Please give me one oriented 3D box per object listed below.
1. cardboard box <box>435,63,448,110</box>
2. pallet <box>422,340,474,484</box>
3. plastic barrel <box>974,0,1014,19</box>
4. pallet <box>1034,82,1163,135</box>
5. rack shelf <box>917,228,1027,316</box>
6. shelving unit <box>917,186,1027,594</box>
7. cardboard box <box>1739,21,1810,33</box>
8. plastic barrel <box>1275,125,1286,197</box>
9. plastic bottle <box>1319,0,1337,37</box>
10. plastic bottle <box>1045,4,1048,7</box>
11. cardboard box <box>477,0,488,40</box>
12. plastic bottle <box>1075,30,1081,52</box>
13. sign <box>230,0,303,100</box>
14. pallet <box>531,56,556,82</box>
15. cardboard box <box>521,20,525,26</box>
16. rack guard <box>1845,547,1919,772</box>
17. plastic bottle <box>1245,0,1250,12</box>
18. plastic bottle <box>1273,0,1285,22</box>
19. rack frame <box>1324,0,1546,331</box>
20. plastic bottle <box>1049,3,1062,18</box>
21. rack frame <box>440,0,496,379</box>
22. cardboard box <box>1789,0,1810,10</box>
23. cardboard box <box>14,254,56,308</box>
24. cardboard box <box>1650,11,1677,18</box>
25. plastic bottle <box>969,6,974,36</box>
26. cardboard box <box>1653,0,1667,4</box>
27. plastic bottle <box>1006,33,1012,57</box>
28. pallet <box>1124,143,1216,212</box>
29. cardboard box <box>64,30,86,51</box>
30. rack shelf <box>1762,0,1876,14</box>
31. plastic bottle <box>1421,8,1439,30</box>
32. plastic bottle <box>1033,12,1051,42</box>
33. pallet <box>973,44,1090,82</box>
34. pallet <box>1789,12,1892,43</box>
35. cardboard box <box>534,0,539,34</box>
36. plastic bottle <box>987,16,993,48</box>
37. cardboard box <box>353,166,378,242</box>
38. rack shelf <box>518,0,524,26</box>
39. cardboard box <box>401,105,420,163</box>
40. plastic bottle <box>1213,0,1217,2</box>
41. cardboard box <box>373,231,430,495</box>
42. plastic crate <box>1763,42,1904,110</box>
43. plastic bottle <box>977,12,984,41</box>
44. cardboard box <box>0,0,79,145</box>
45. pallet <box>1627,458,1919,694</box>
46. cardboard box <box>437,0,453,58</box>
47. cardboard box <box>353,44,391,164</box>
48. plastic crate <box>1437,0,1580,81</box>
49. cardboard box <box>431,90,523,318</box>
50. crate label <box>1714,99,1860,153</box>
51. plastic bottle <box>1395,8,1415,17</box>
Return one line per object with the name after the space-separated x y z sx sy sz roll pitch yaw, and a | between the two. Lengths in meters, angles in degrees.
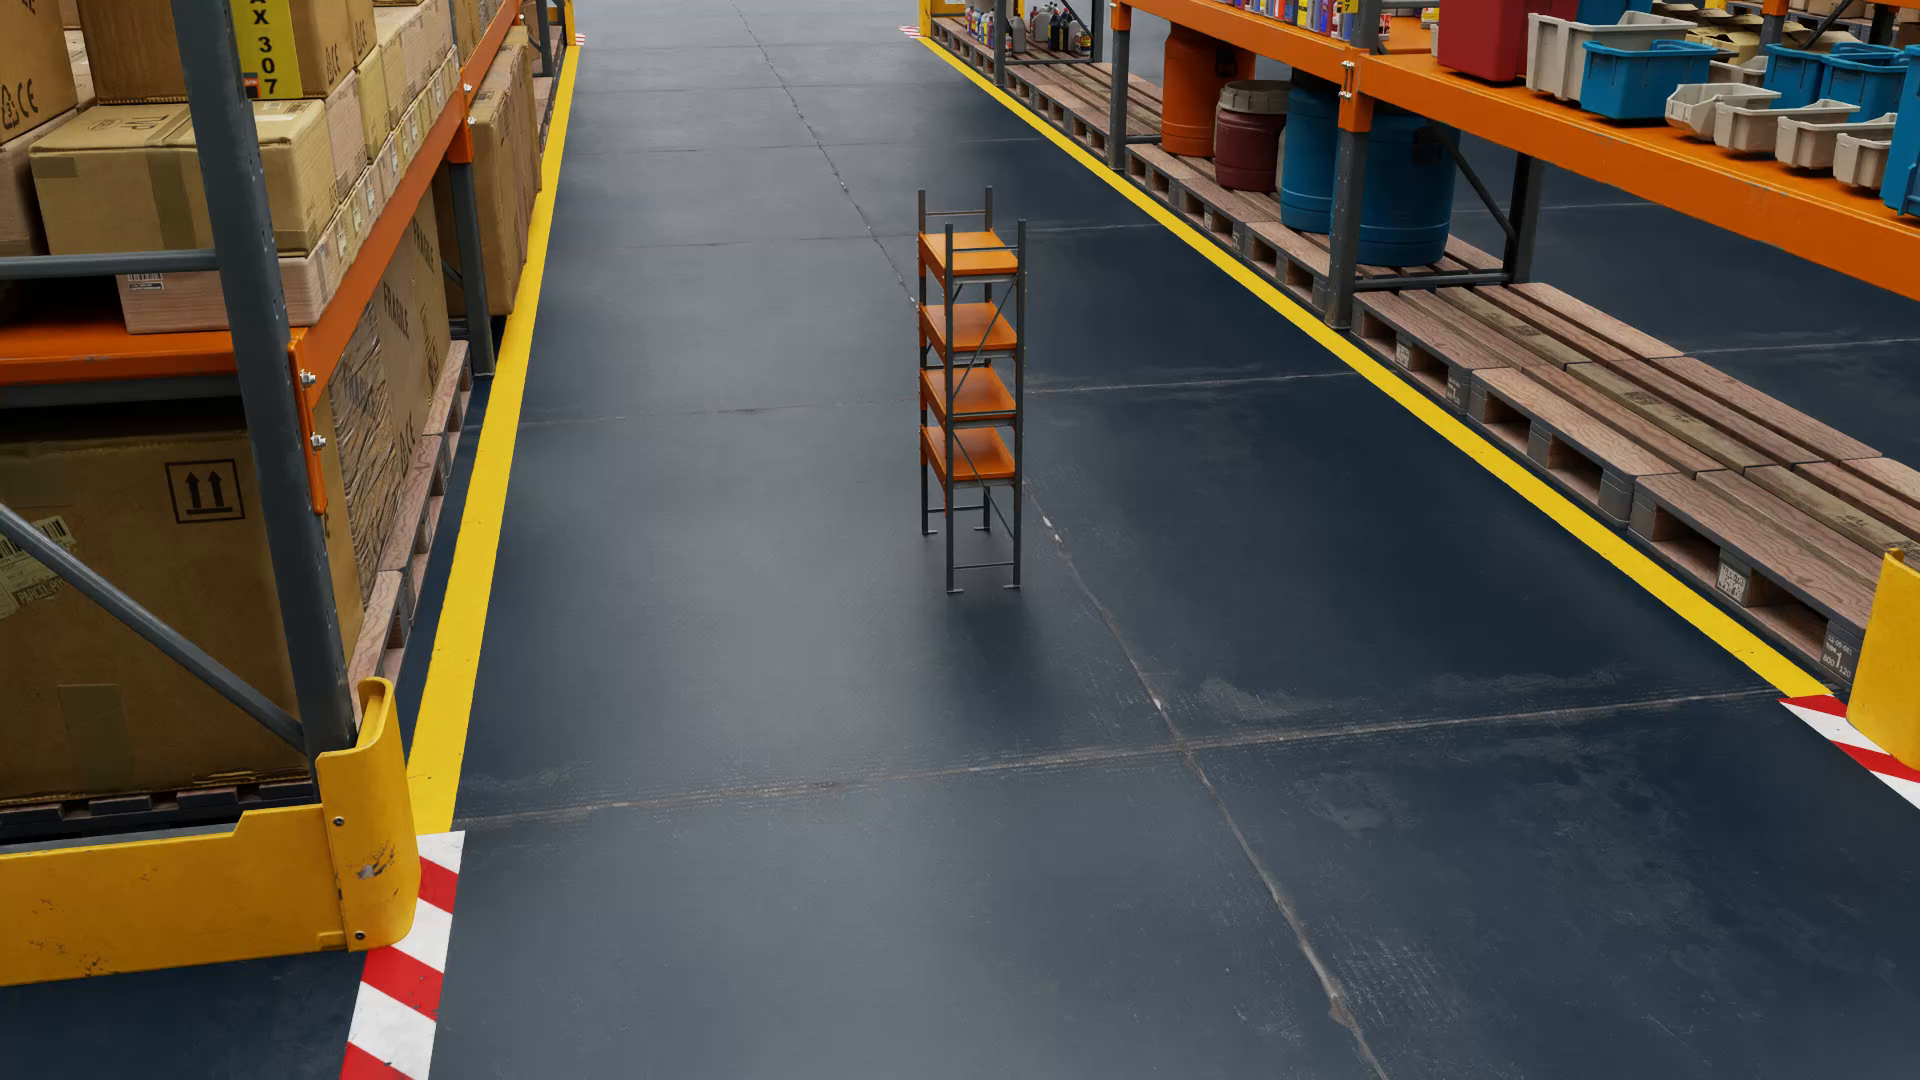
-2.102 -1.669 6.137 0.380 0.149 0.250 -5 24 -11 | cardboard box
-2.512 -0.499 6.629 1.003 0.211 1.213 -4 24 -10 | pallet
0.362 -5.770 17.798 0.421 0.512 0.421 0 24 0 | plastic barrel
1.225 -3.530 13.569 1.003 0.211 1.213 -4 24 -10 | pallet
0.031 -0.845 5.203 0.258 0.148 0.480 -4 24 -10 | rack shelf
0.031 -0.485 5.361 0.258 1.200 0.503 -4 24 -10 | shelving unit
6.507 -4.010 13.394 0.500 0.311 0.500 -5 24 -11 | cardboard box
2.060 -2.223 9.676 0.421 0.512 0.421 0 24 0 | plastic barrel
1.813 -2.614 8.132 0.061 0.283 0.133 -4 24 -10 | plastic bottle
0.883 -5.391 17.189 0.061 0.283 0.133 -4 24 -8 | plastic bottle
-2.601 -2.722 8.109 0.500 0.500 0.500 -5 24 -11 | cardboard box
1.147 -4.752 15.829 0.097 0.201 0.097 0 24 0 | plastic bottle
-1.290 -0.980 3.066 0.100 0.325 0.005 -4 24 -10 | sign
-4.214 -4.212 15.131 1.003 0.211 1.213 -4 24 -10 | pallet
-3.963 -4.041 13.829 0.700 0.500 0.500 -6 24 -14 | cardboard box
3.048 0.279 4.487 1.175 0.500 0.348 -4 24 -10 | rack guard
1.624 -3.018 9.161 0.097 0.201 0.097 0 24 0 | plastic bottle
1.740 -2.865 8.716 0.152 0.276 0.135 -4 24 -10 | plastic bottle
2.292 -2.448 7.608 1.000 3.000 0.127 -4 24 -10 | rack frame
0.957 -5.172 16.605 0.144 0.351 0.185 -4 24 -10 | plastic bottle
-2.576 -2.082 6.769 1.000 3.000 0.127 -4 24 -10 | rack frame
9.954 -6.368 19.392 0.500 0.311 0.500 -2 24 -5 | cardboard box
-2.275 -0.611 3.715 0.380 0.149 0.250 -4 24 -9 | cardboard box
5.798 -4.364 14.204 0.500 0.311 0.500 -4 24 -8 | cardboard box
0.126 -5.299 16.978 0.061 0.283 0.133 -4 24 -9 | plastic bottle
6.140 -4.807 15.219 0.500 0.311 0.500 -4 24 -8 | cardboard box
0.439 -4.634 15.559 0.097 0.201 0.097 0 24 0 | plastic bottle
1.739 -2.437 11.066 1.003 0.211 1.213 -4 24 -10 | pallet
-2.475 -1.351 4.912 0.500 0.250 0.500 -4 24 -10 | cardboard box
6.051 -4.844 13.992 1.077 0.370 4.000 -4 24 -10 | rack shelf
2.394 -2.695 8.421 0.097 0.201 0.097 0 24 0 | plastic bottle
0.816 -5.117 16.572 0.152 0.276 0.135 -4 24 -10 | plastic bottle
0.729 -4.584 15.983 1.003 0.211 1.213 -4 24 -10 | pallet
10.161 -5.793 18.750 1.003 0.211 1.213 -4 24 -10 | pallet
-4.552 -5.369 16.895 0.500 0.500 0.500 2 24 4 | cardboard box
0.303 -4.920 16.112 0.061 0.283 0.133 -3 24 -6 | plastic bottle
-1.723 -0.861 4.288 0.380 0.149 0.250 -5 24 -11 | cardboard box
-3.685 -4.112 12.316 1.077 0.370 4.000 -4 24 -10 | rack shelf
-1.914 -1.265 5.213 0.380 0.149 0.250 -4 24 -9 | cardboard box
1.522 -3.267 9.643 0.097 0.271 0.097 0 24 0 | plastic bottle
-2.366 -0.681 5.691 0.875 0.875 0.875 -4 24 -10 | cardboard box
3.010 -1.583 5.761 0.416 0.233 0.300 -4 24 -10 | plastic crate
0.221 -5.130 16.606 0.097 0.271 0.097 0 24 0 | plastic bottle
-2.185 -1.092 3.381 0.500 0.500 0.500 -4 24 -9 | cardboard box
2.917 0.076 5.313 1.003 0.211 1.213 -4 24 -10 | pallet
-2.236 -1.995 6.386 0.500 0.250 0.500 -5 24 -11 | cardboard box
-1.852 -1.187 4.535 0.500 0.250 0.500 -5 24 -12 | cardboard box
2.210 -2.135 6.737 0.402 0.464 0.583 -4 24 -10 | plastic crate
-2.714 -1.551 7.683 1.225 0.875 0.875 -4 24 -10 | cardboard box
2.588 -1.312 5.260 0.396 0.136 0.243 -4 24 -10 | crate label
2.409 -2.966 8.948 0.152 0.276 0.135 -4 24 -10 | plastic bottle
